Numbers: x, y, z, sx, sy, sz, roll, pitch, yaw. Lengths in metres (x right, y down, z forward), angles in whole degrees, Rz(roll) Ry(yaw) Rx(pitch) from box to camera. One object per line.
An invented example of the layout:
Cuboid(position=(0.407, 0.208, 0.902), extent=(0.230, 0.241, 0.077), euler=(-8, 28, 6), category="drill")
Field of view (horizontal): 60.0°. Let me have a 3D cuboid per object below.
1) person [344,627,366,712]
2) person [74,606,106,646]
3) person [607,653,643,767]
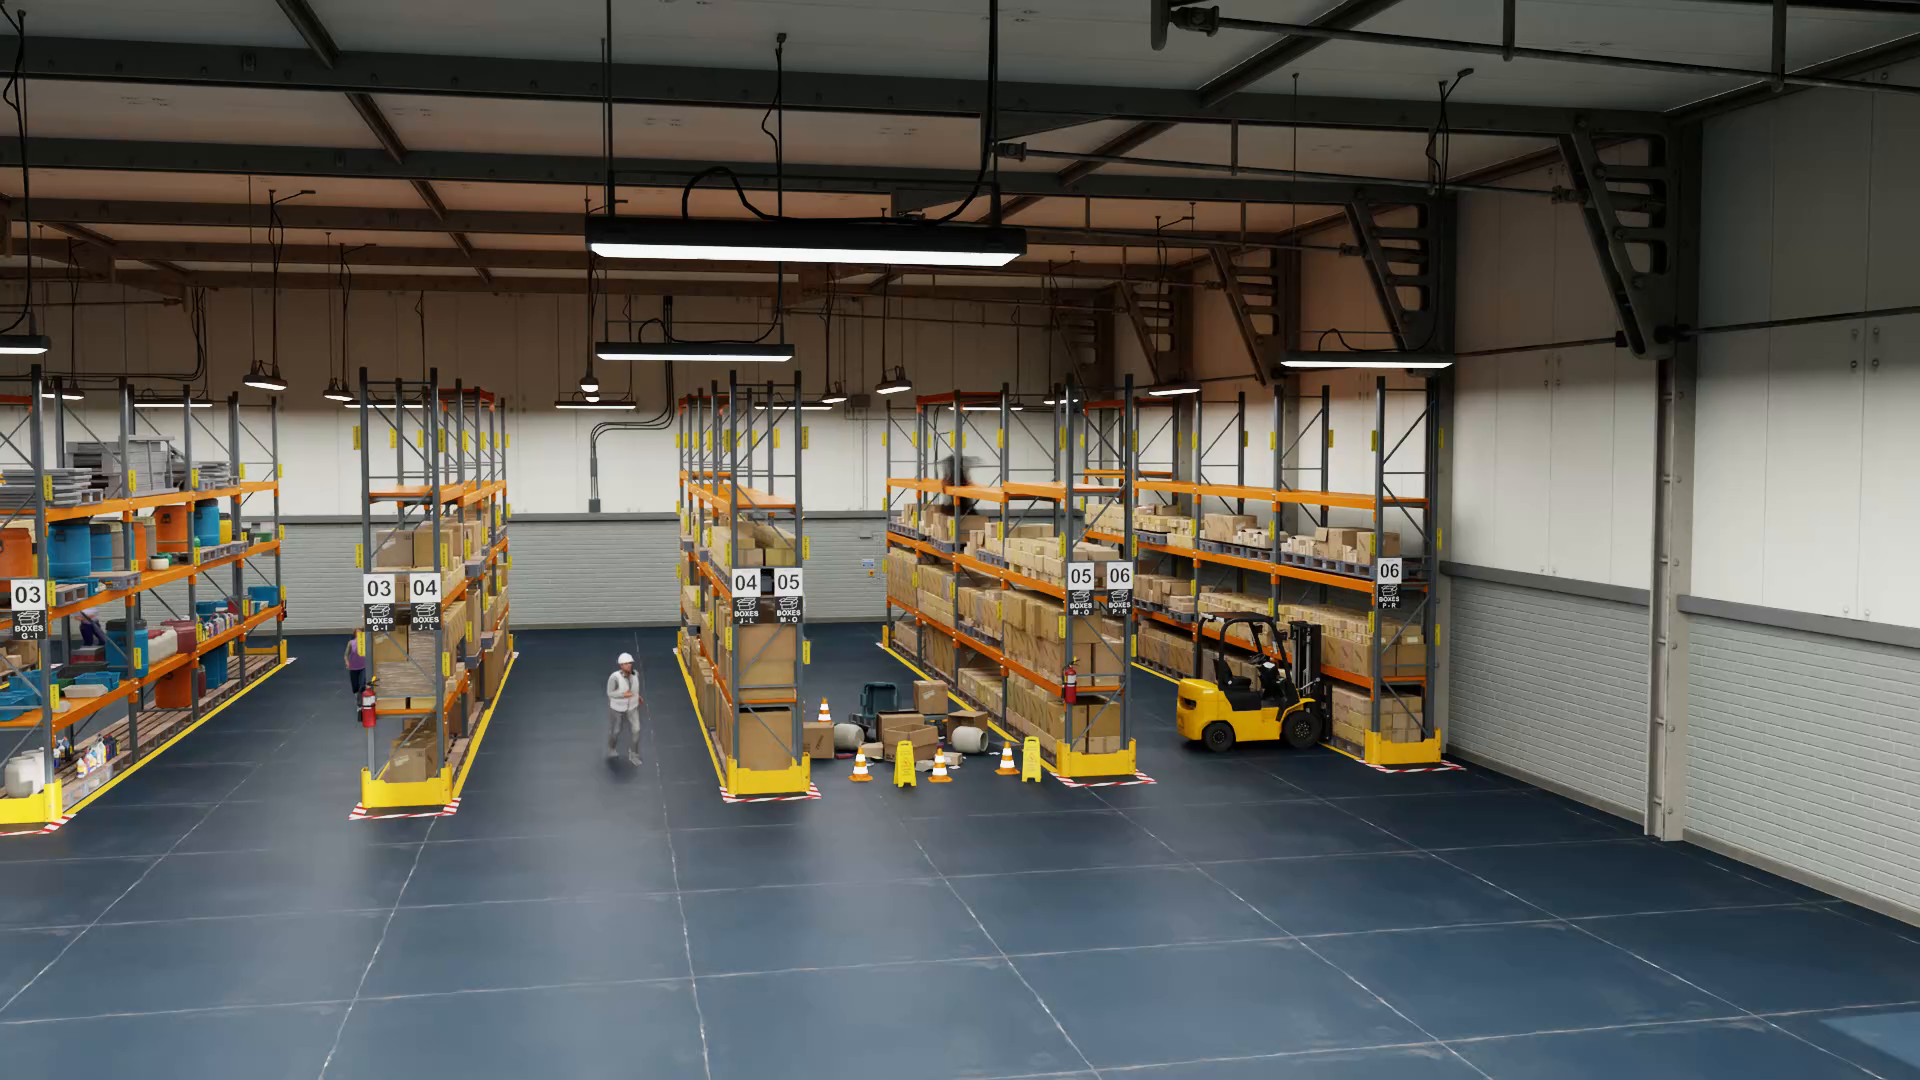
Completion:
Cuboid(position=(-11.193, 2.393, 30.979), extent=(0.517, 1.559, 0.659), euler=(-1, 4, -18), category="person")
Cuboid(position=(-19.557, 2.000, 37.350), extent=(0.697, 1.655, 0.755), euler=(2, 4, 34), category="person")
Cuboid(position=(-5.205, 2.604, 25.747), extent=(0.652, 1.752, 0.975), euler=(-2, 4, -32), category="person")
